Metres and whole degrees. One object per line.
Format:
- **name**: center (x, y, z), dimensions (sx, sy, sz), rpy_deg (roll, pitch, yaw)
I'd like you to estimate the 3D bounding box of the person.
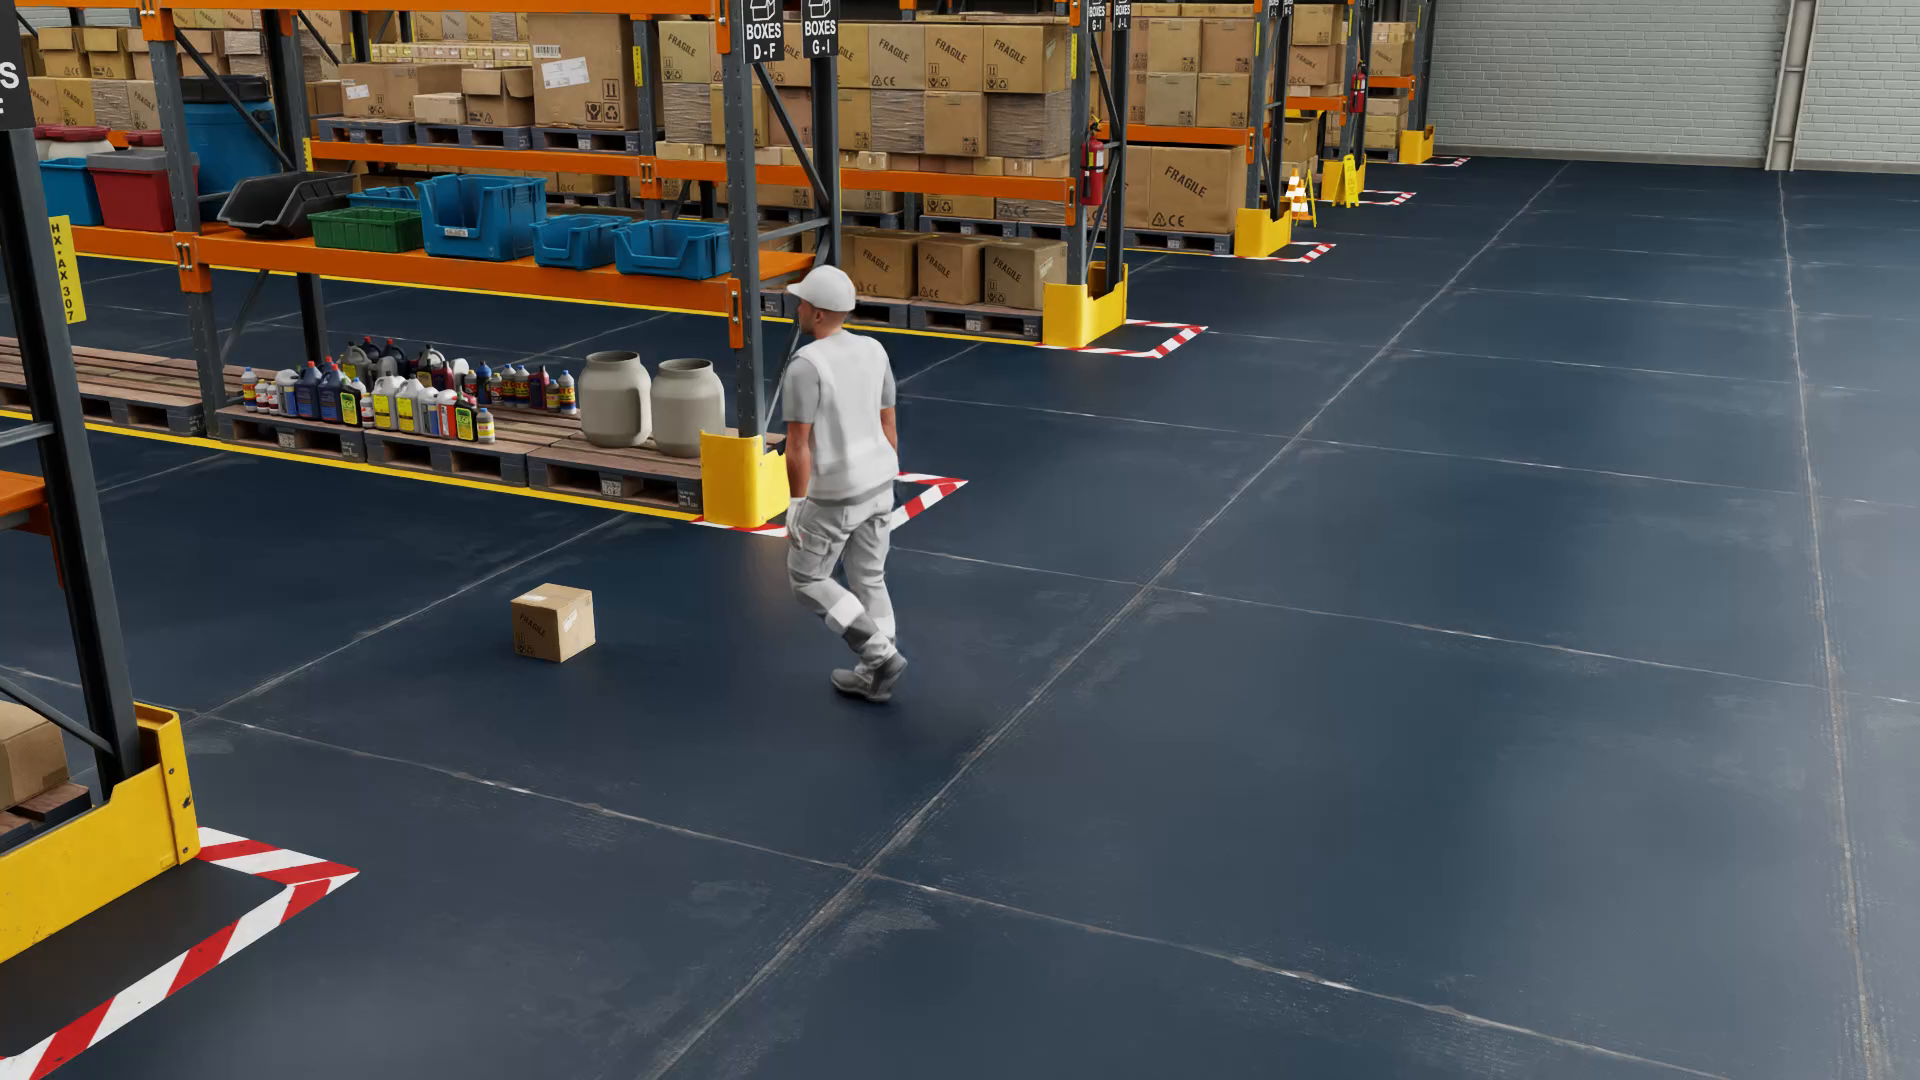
- **person**: center (-0.431, -0.175, 6.513), dimensions (0.542, 1.771, 0.597), rpy_deg (15, 24, 38)
